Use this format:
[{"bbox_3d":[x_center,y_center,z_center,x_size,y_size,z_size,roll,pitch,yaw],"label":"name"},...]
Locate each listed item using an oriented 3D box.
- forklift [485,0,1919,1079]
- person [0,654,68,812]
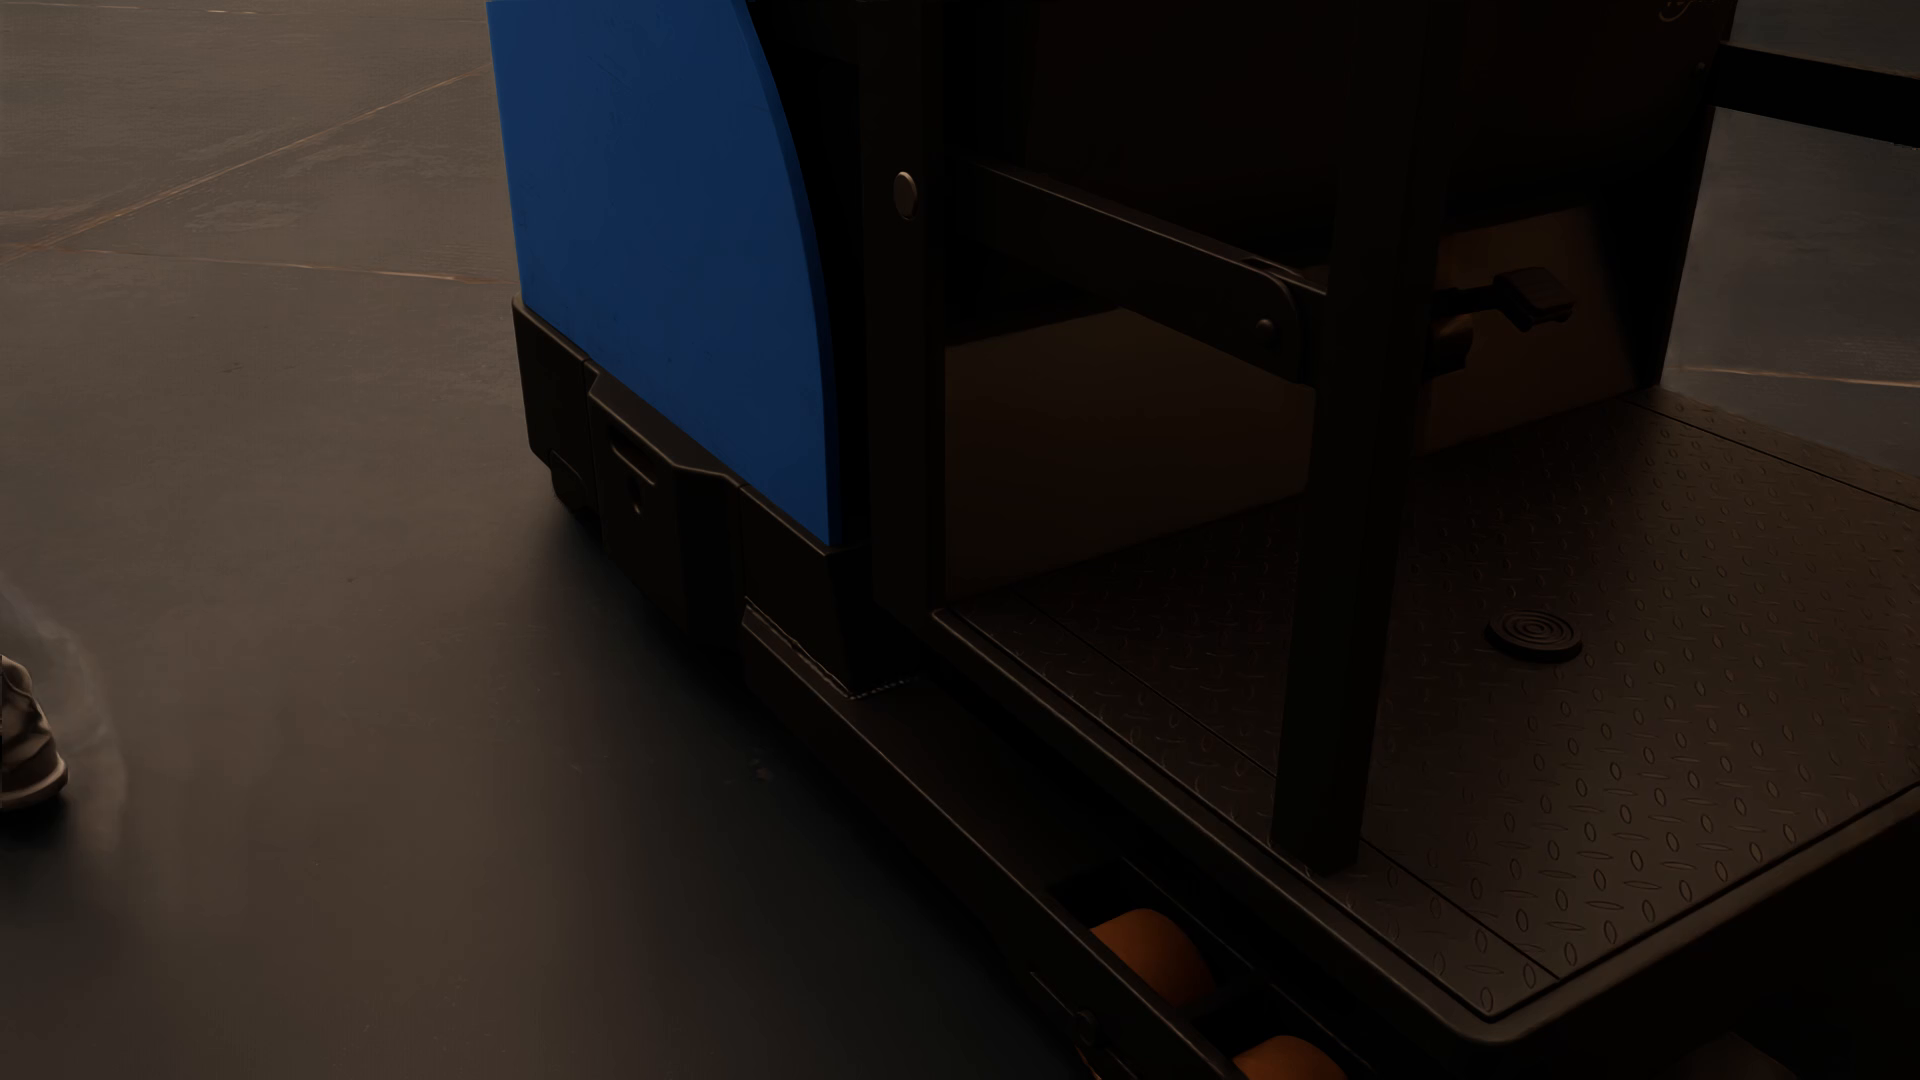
[{"bbox_3d":[0.534,-0.975,1.178,1.130,2.935,3.031,-16,31,-29],"label":"forklift"},{"bbox_3d":[-1.156,-0.119,1.147,0.946,1.511,0.978,21,33,35],"label":"person"}]
